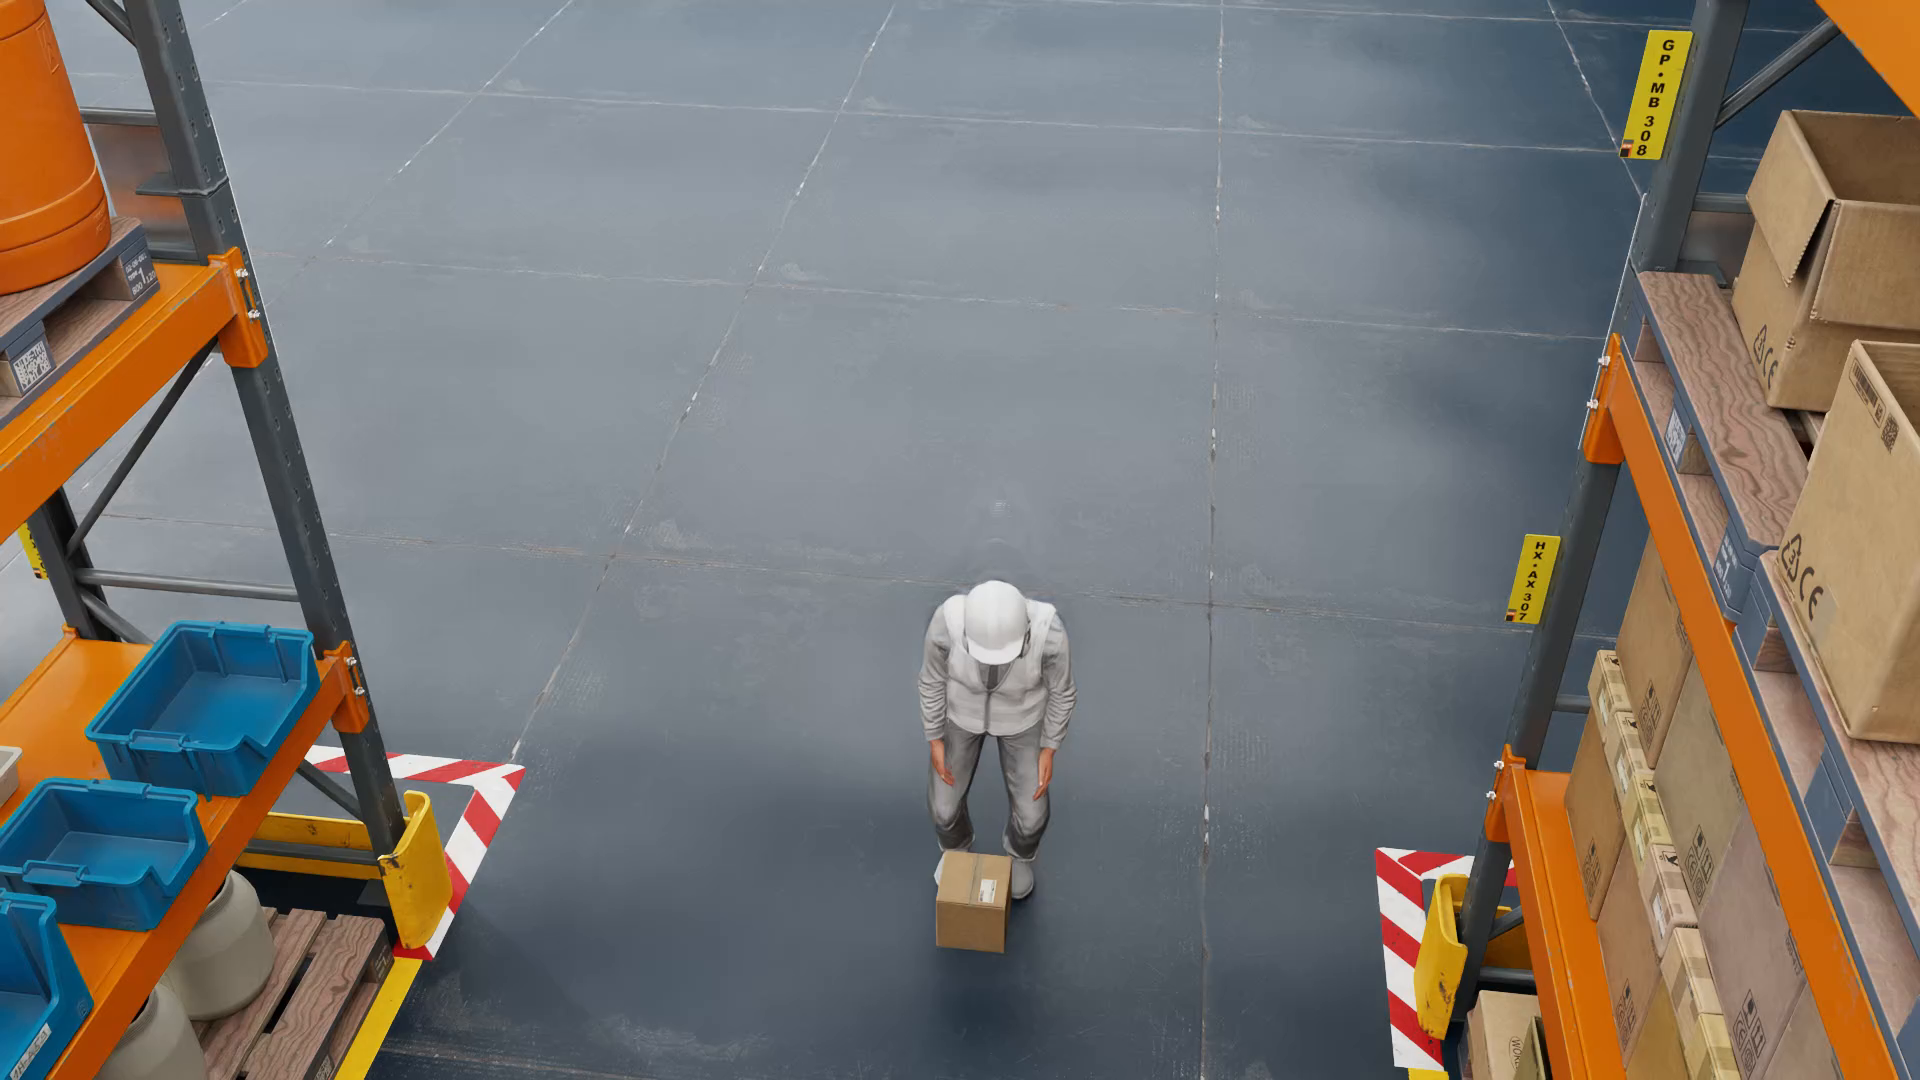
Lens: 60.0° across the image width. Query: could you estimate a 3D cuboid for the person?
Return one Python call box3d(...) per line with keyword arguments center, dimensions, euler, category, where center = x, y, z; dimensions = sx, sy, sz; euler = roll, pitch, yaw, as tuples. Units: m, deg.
box3d(center=(0.140, 0.700, 6.201), dimensions=(0.583, 1.607, 0.627), euler=(5, 36, 7), category="person")
